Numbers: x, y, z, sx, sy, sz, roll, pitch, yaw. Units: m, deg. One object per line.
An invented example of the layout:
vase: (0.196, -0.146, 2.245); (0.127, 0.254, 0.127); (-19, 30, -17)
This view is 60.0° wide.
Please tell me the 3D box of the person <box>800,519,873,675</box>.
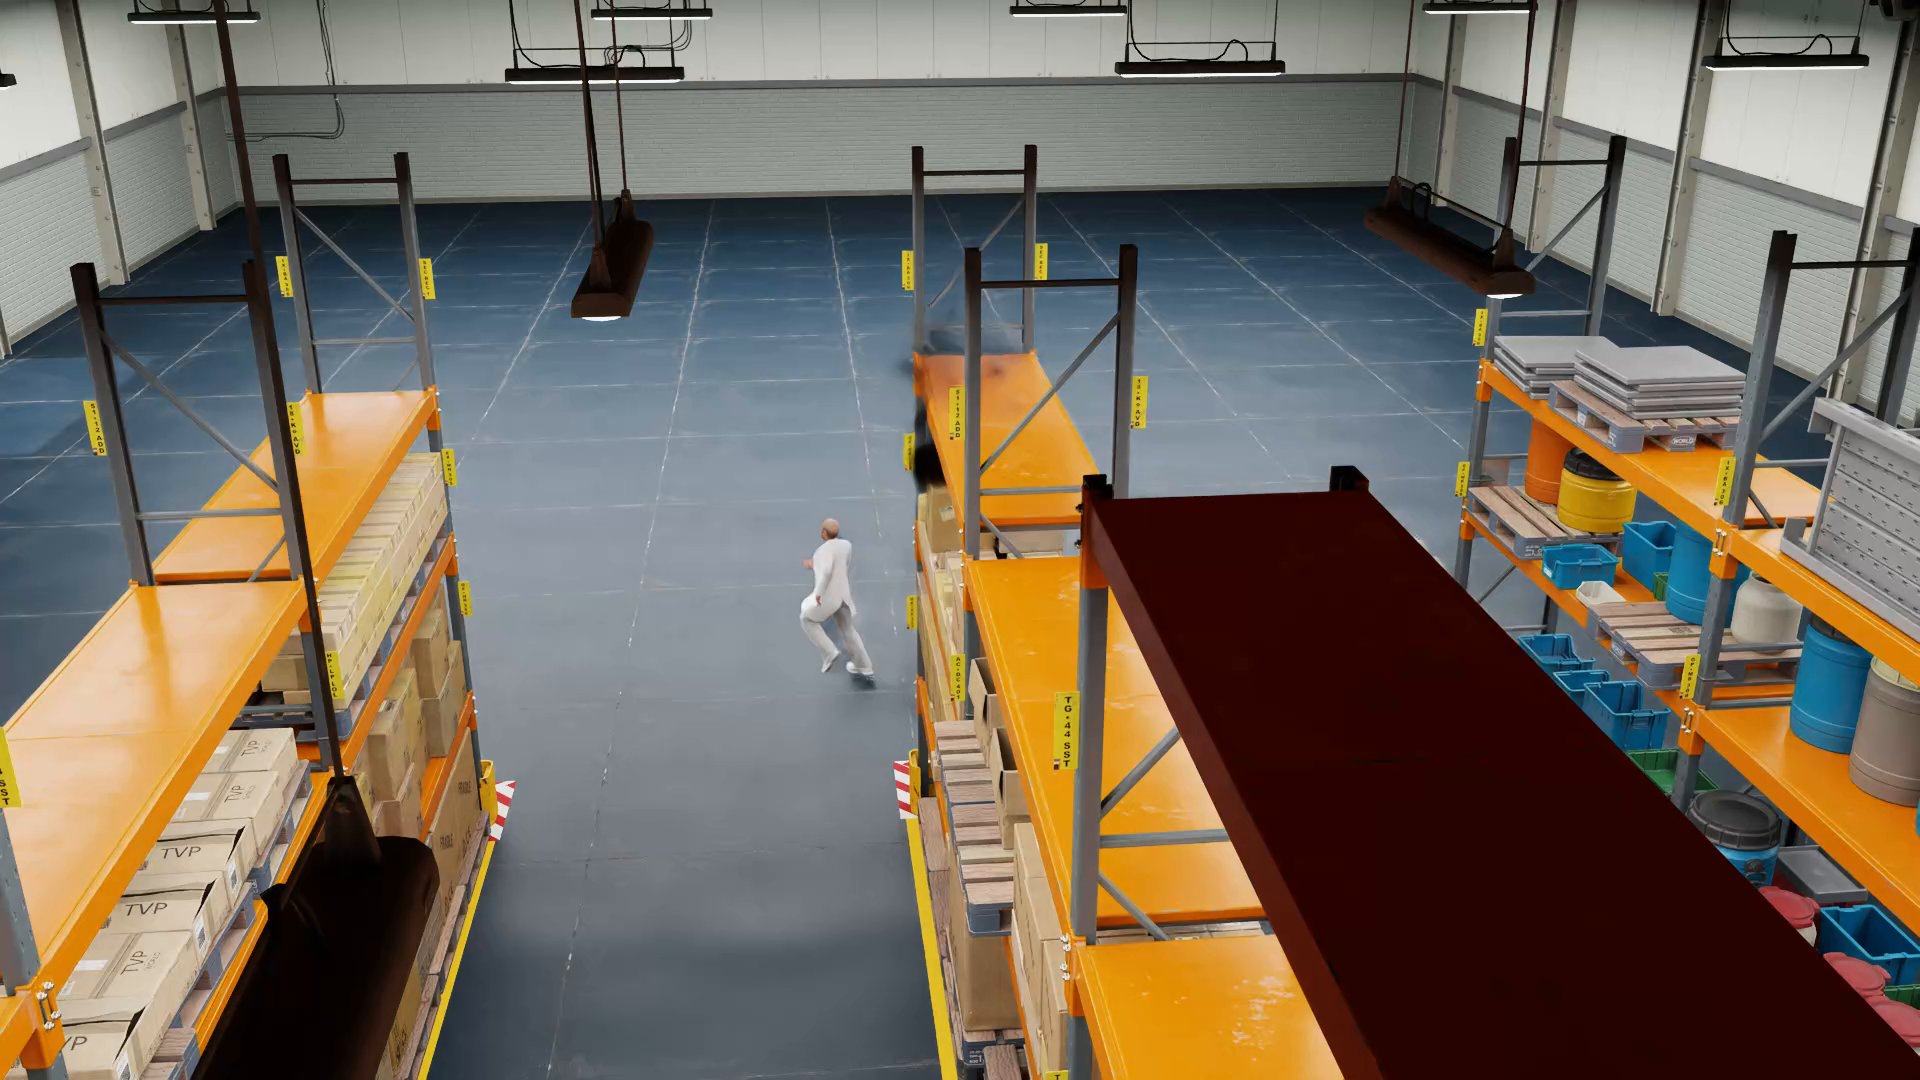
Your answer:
person: (-1.370, 0.664, 17.665); (0.923, 1.684, 0.736); (16, 27, 35)
